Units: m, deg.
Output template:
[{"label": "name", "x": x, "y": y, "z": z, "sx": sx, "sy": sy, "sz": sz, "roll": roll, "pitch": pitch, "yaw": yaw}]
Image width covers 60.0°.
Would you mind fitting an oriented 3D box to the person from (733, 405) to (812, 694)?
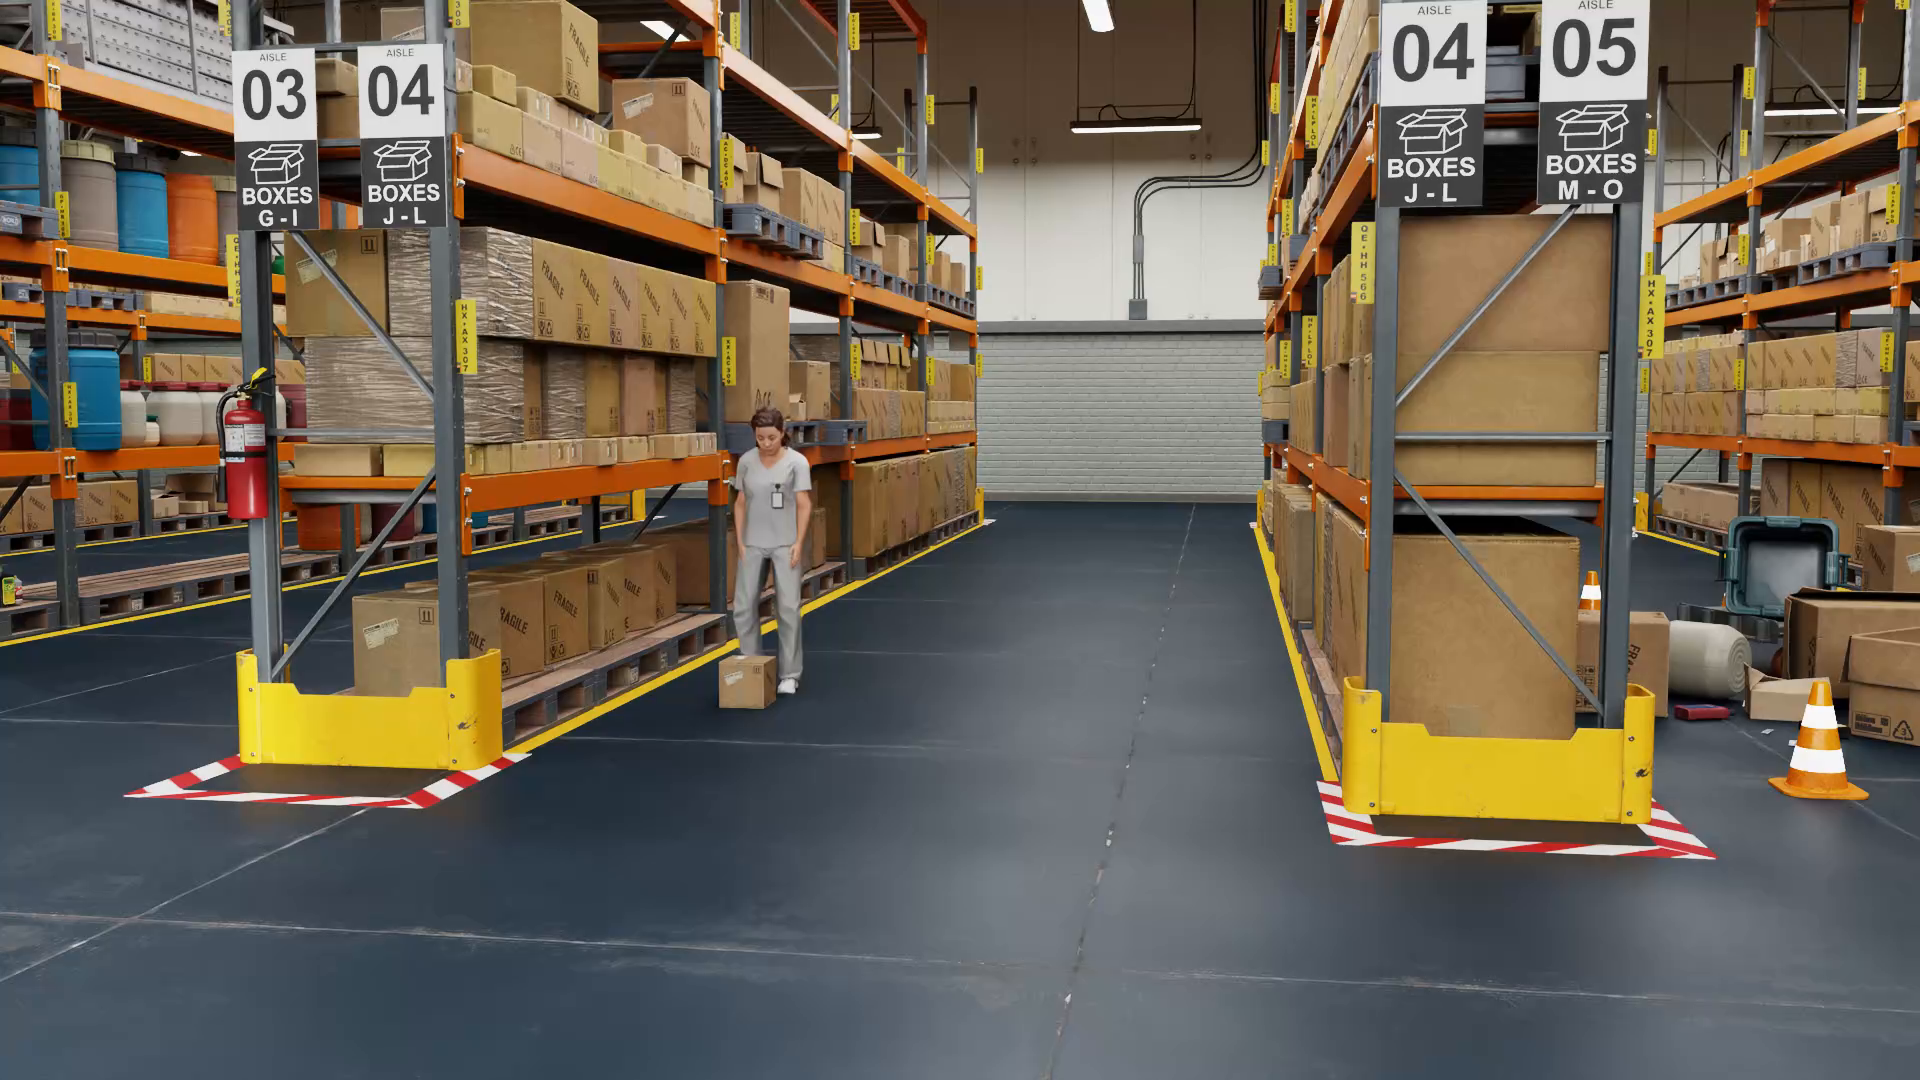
[{"label": "person", "x": -1.069, "y": 0.054, "z": 9.485, "sx": 0.458, "sy": 1.637, "sz": 0.370, "roll": 1, "pitch": 5, "yaw": 10}]
